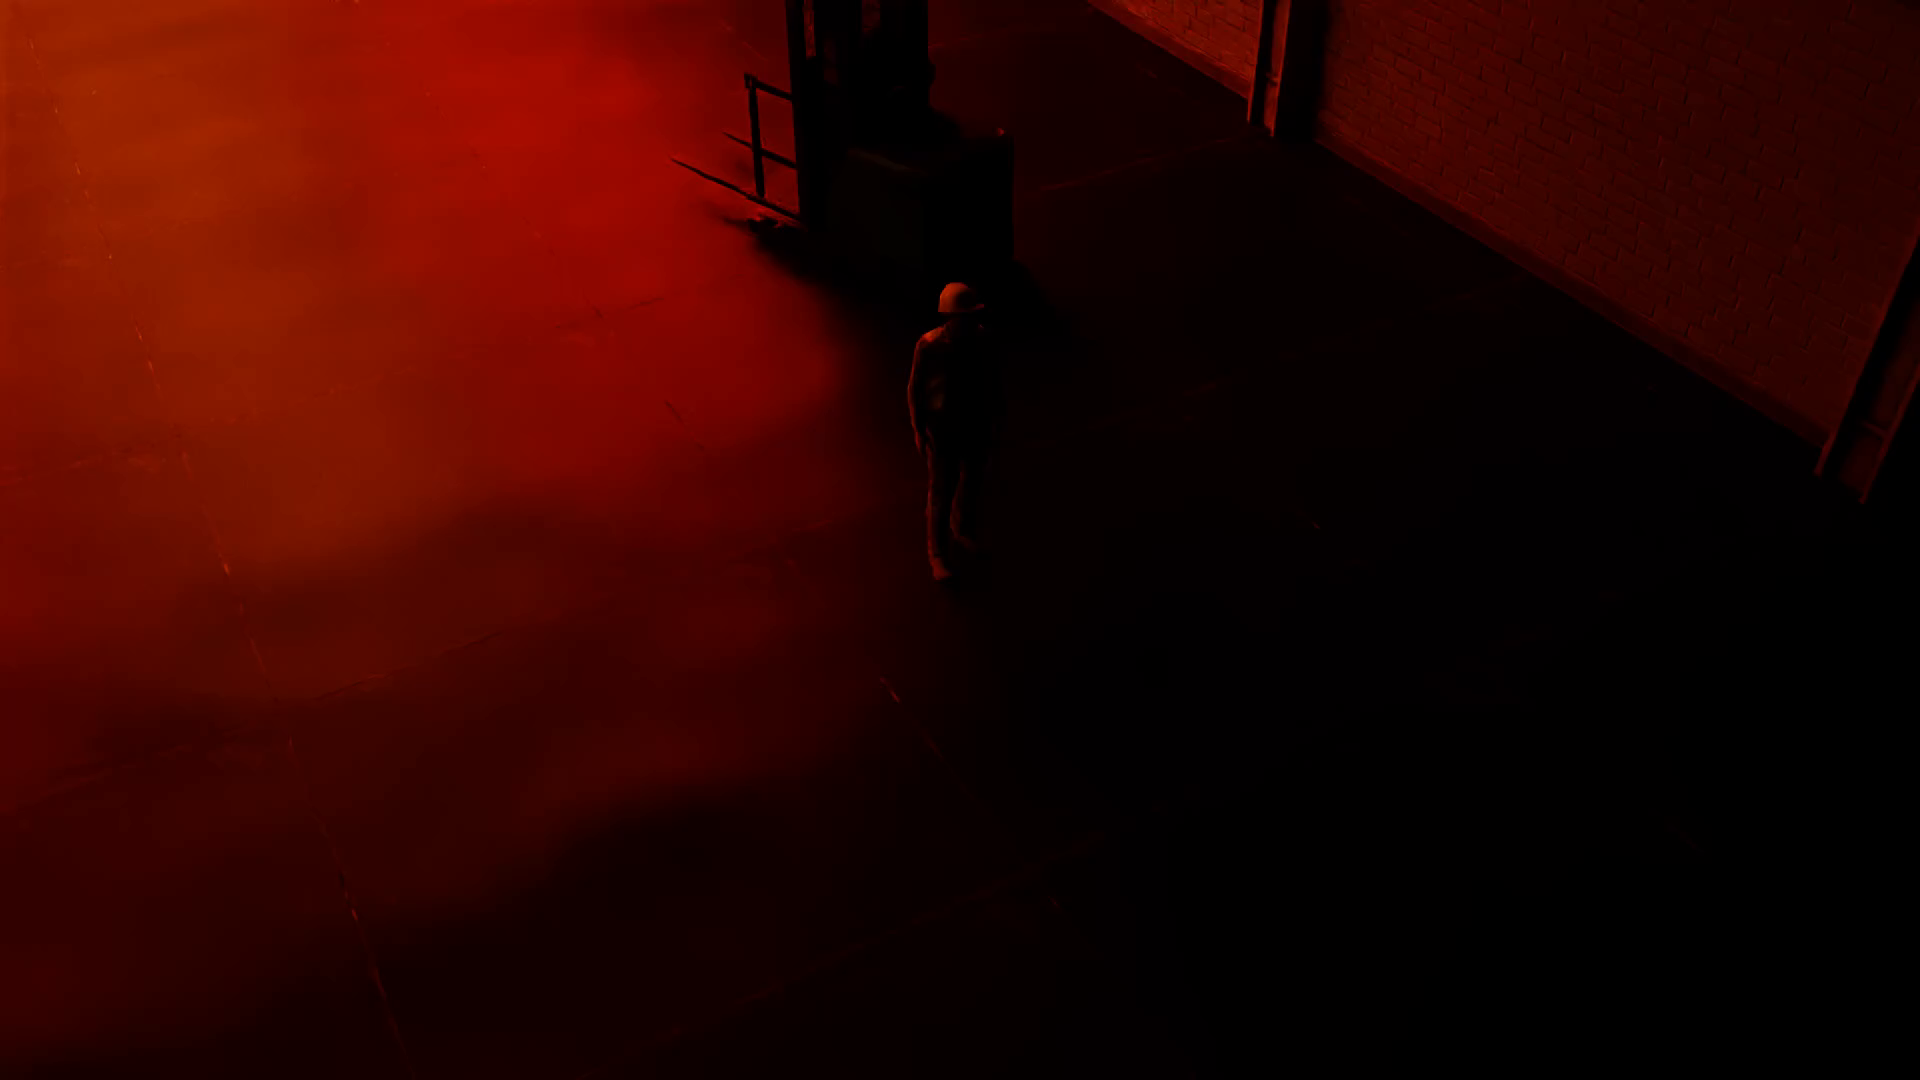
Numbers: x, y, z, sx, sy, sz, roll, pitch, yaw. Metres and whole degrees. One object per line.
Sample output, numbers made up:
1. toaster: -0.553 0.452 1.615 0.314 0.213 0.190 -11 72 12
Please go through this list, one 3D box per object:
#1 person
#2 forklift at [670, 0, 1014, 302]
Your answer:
1. person: 0.024 -0.651 9.716 0.632 1.773 0.567 -20 44 -23
2. forklift: -1.039 -3.691 12.486 3.031 2.935 1.130 28 47 30
